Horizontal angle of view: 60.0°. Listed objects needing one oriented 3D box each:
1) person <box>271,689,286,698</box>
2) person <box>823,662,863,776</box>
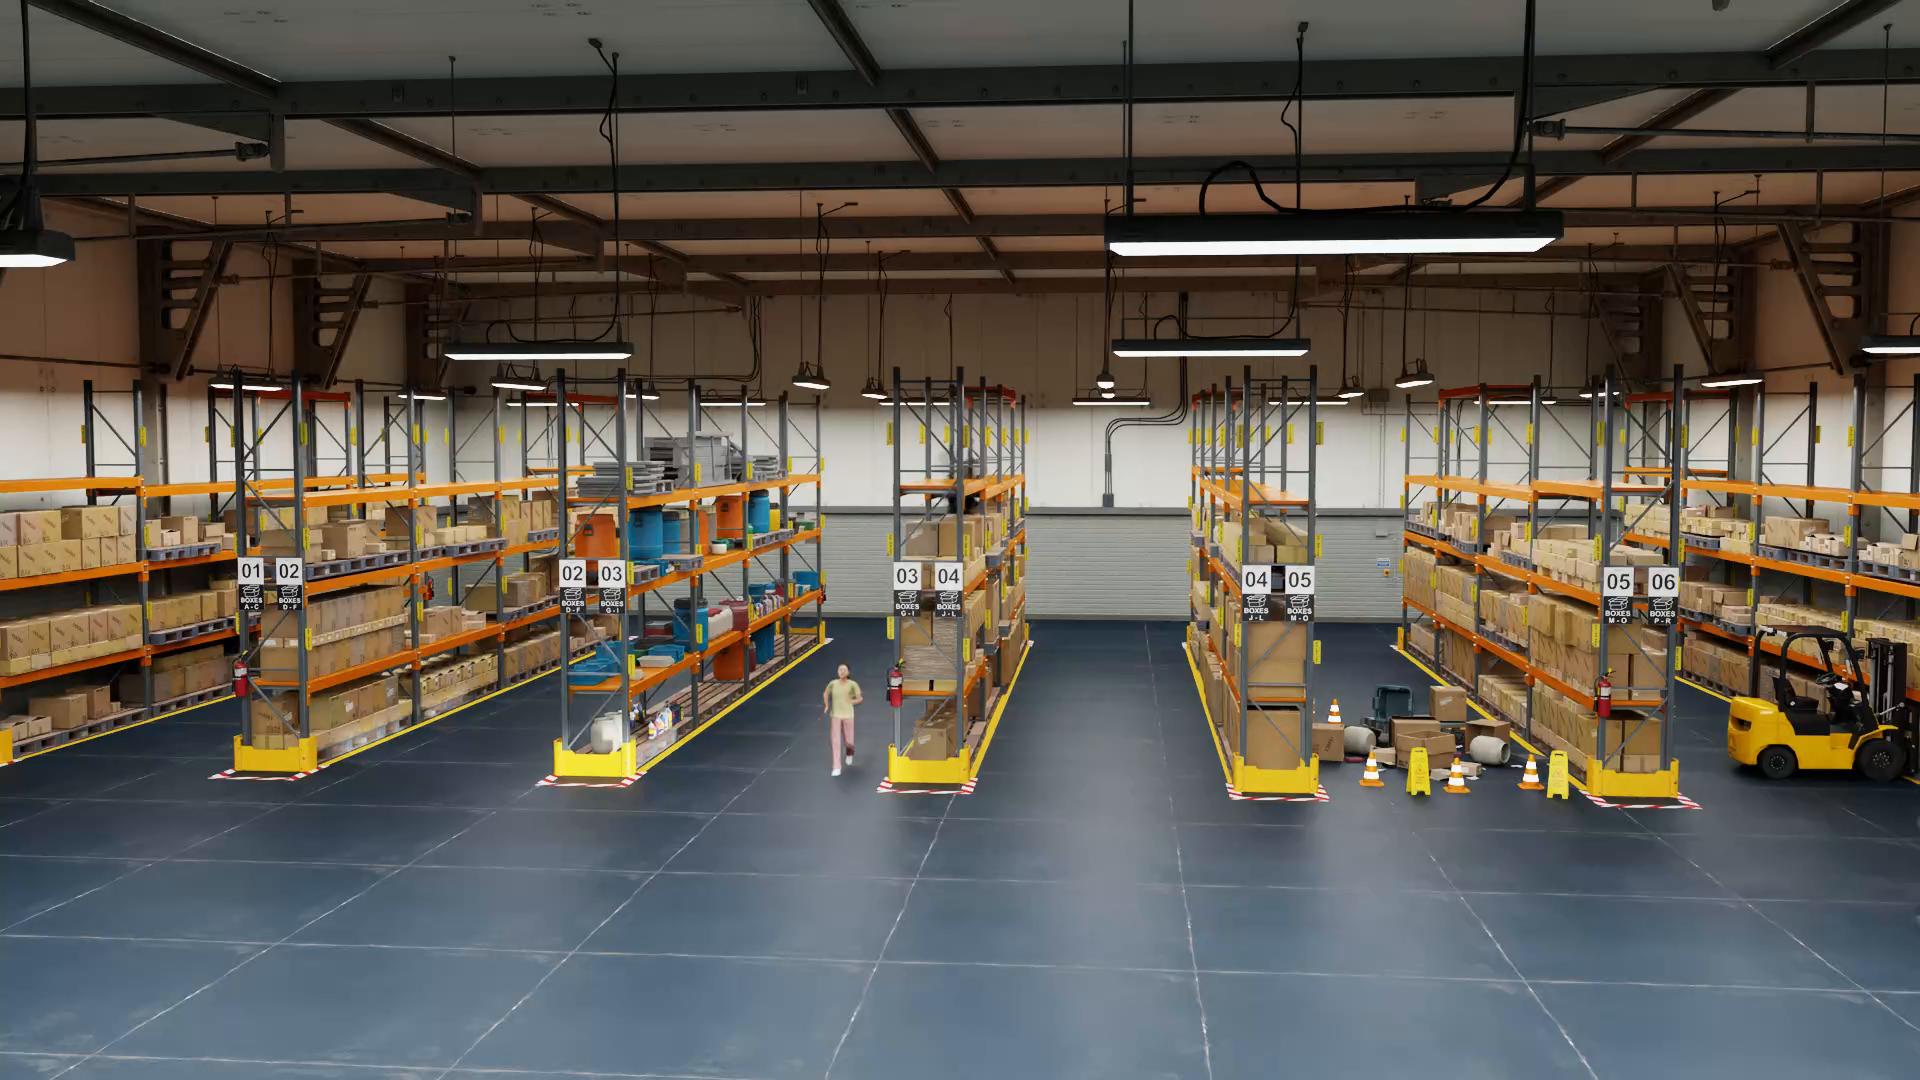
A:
[{"bbox_3d":[-12.001,2.349,29.277,0.589,1.653,0.528,0,4,-1],"label":"person"},{"bbox_3d":[-1.757,2.643,24.678,0.621,1.646,0.871,0,4,6],"label":"person"}]
